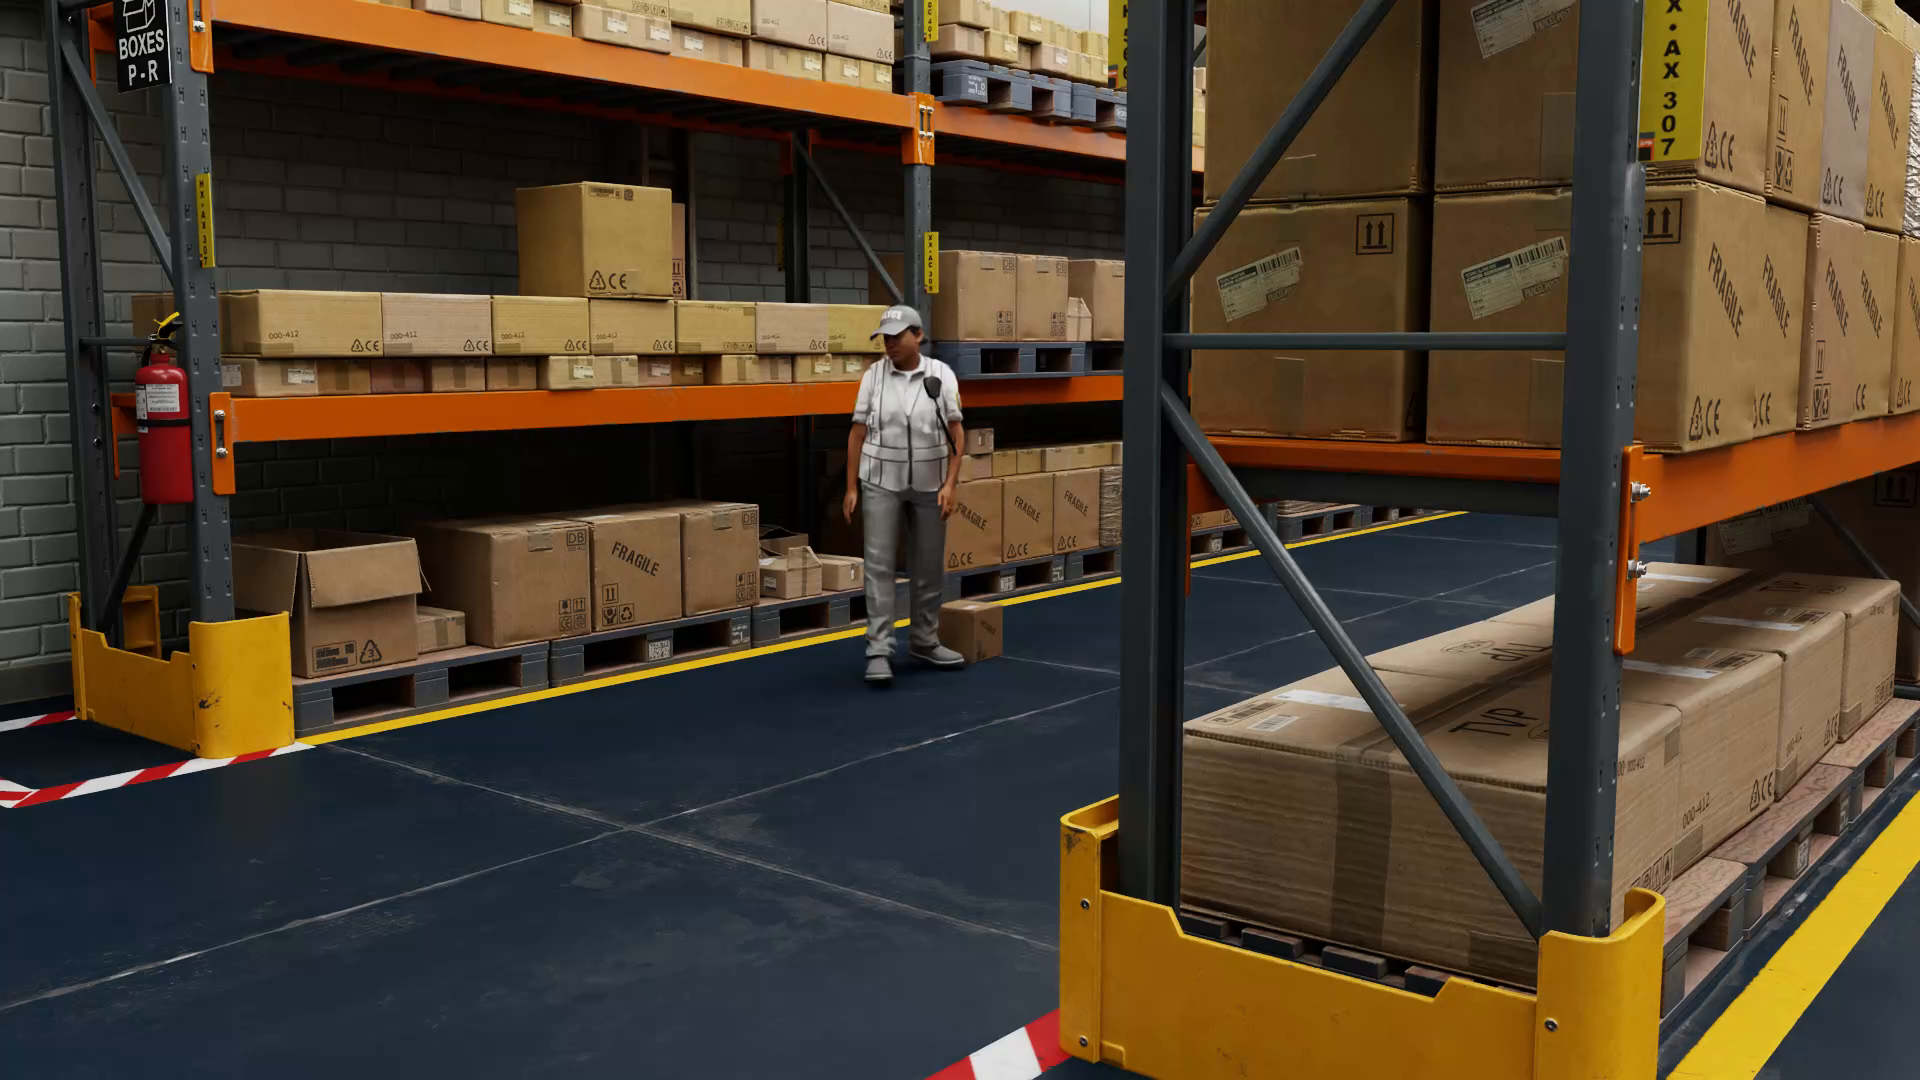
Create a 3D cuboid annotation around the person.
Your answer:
[{"bbox_3d":[-0.240,-0.222,7.446,0.559,1.646,0.623,-1,7,-8],"label":"person"}]
